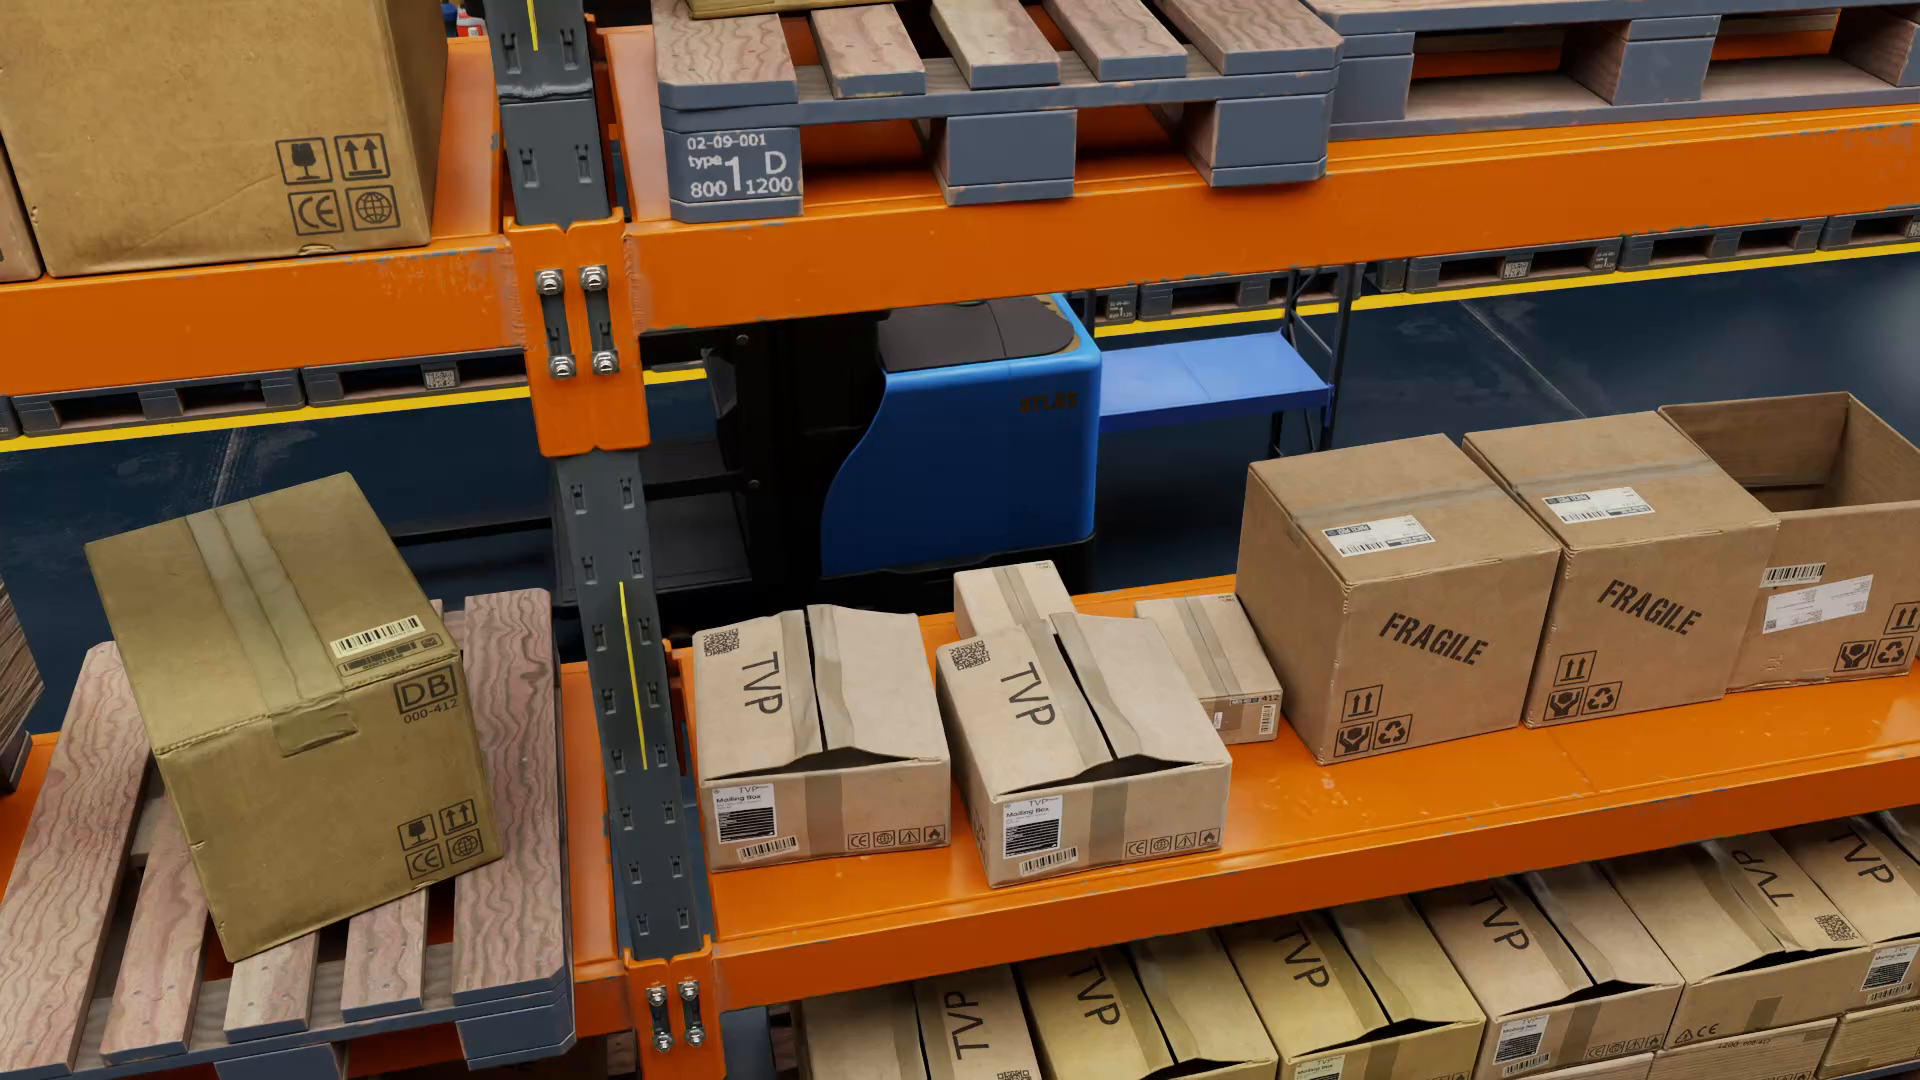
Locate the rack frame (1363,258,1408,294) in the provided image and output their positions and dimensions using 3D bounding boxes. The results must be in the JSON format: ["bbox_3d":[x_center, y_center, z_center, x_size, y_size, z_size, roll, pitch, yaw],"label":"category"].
[{"bbox_3d":[2.143,-2.804,8.236,0.127,3.000,1.000,-7,35,-11],"label":"rack frame"}]

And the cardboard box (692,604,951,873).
[{"bbox_3d":[-0.305,0.397,3.547,0.500,0.311,0.500,-5,34,-8],"label":"cardboard box"}]

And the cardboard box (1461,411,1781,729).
[{"bbox_3d":[1.477,0.059,3.880,0.500,0.500,0.500,-7,35,-10],"label":"cardboard box"}]

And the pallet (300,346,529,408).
[{"bbox_3d":[-2.518,-1.034,8.102,1.213,0.211,1.003,-7,35,-11],"label":"pallet"}]

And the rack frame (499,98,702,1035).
[{"bbox_3d":[-0.669,0.381,3.491,0.127,3.000,1.000,-7,35,-11],"label":"rack frame"}]

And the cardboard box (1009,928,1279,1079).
[{"bbox_3d":[0.417,1.141,3.945,0.500,0.311,0.500,-8,35,-12],"label":"cardboard box"}]

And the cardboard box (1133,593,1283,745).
[{"bbox_3d":[0.562,0.298,3.840,0.250,0.149,0.380,-5,34,-7],"label":"cardboard box"}]

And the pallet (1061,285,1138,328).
[{"bbox_3d":[0.193,-1.376,8.611,1.213,0.211,1.003,-7,35,-11],"label":"pallet"}]

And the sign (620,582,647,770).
[{"bbox_3d":[-0.540,0.227,2.752,0.005,0.325,0.100,-7,35,-11],"label":"sign"}]

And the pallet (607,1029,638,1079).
[{"bbox_3d":[-1.406,1.610,4.162,1.213,0.211,1.003,-7,35,-11],"label":"pallet"}]

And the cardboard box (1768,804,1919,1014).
[{"bbox_3d":[2.394,0.897,4.310,0.500,0.311,0.500,-6,34,-9],"label":"cardboard box"}]

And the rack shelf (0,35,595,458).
[{"bbox_3d":[-2.620,-0.320,2.489,4.000,0.370,1.077,-7,35,-11],"label":"rack shelf"}]

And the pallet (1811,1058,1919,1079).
[{"bbox_3d":[2.522,1.159,4.834,1.213,0.211,1.003,-7,35,-11],"label":"pallet"}]

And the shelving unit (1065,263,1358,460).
[{"bbox_3d":[0.912,-0.747,6.517,1.048,1.500,0.538,-8,35,-11],"label":"shelving unit"}]

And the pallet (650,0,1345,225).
[{"bbox_3d":[-0.027,-0.918,2.904,1.003,0.211,1.213,-6,34,-8],"label":"pallet"}]

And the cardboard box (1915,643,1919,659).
[{"bbox_3d":[2.415,0.153,3.951,0.258,0.266,0.396,-8,35,-12],"label":"cardboard box"}]

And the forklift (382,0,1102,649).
[{"bbox_3d":[-1.058,-1.044,5.675,3.031,2.935,1.130,-8,35,-11],"label":"forklift"}]

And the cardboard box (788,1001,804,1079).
[{"bbox_3d":[-0.210,1.151,4.434,0.500,0.250,0.500,-6,34,-9],"label":"cardboard box"}]

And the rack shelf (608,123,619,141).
[{"bbox_3d":[0.192,-2.259,8.070,4.000,0.370,1.077,-7,35,-11],"label":"rack shelf"}]

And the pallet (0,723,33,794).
[{"bbox_3d":[-2.565,0.702,3.184,1.213,0.211,1.003,-7,35,-11],"label":"pallet"}]

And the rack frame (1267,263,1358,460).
[{"bbox_3d":[1.405,-0.814,6.617,0.032,1.500,0.500,-8,35,-11],"label":"rack frame"}]

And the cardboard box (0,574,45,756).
[{"bbox_3d":[-2.193,0.312,3.126,0.500,0.500,0.700,-1,34,-2],"label":"cardboard box"}]

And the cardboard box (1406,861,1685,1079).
[{"bbox_3d":[1.416,1.016,4.131,0.500,0.311,0.500,-8,35,-11],"label":"cardboard box"}]

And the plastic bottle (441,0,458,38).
[{"bbox_3d":[-2.371,-2.381,7.722,0.097,0.271,0.097,0,34,0],"label":"plastic bottle"}]

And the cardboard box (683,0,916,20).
[{"bbox_3d":[-0.239,-1.063,2.708,0.500,0.250,0.500,-10,35,-14],"label":"cardboard box"}]

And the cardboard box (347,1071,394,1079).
[{"bbox_3d":[-1.530,1.479,3.703,0.500,0.500,0.500,-6,34,-9],"label":"cardboard box"}]

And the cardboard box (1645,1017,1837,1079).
[{"bbox_3d":[1.899,1.189,4.377,0.500,0.250,0.500,-6,34,-9],"label":"cardboard box"}]

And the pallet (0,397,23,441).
[{"bbox_3d":[-4.898,-0.734,7.655,1.213,0.211,1.003,-7,35,-11],"label":"pallet"}]

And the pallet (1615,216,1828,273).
[{"bbox_3d":[4.000,-1.857,9.328,1.213,0.211,1.003,-7,35,-11],"label":"pallet"}]

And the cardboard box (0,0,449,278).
[{"bbox_3d":[-1.087,-0.834,2.520,0.500,0.500,0.910,-7,35,-11],"label":"cardboard box"}]

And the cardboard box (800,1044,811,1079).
[{"bbox_3d":[-0.094,1.443,3.998,0.500,0.250,0.500,-7,35,-11],"label":"cardboard box"}]

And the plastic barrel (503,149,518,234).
[{"bbox_3d":[-2.232,-1.516,7.887,0.708,0.830,0.600,-7,35,-11],"label":"plastic barrel"}]

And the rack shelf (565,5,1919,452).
[{"bbox_3d":[1.281,-0.812,3.222,4.000,0.370,1.077,-7,35,-11],"label":"rack shelf"}]
